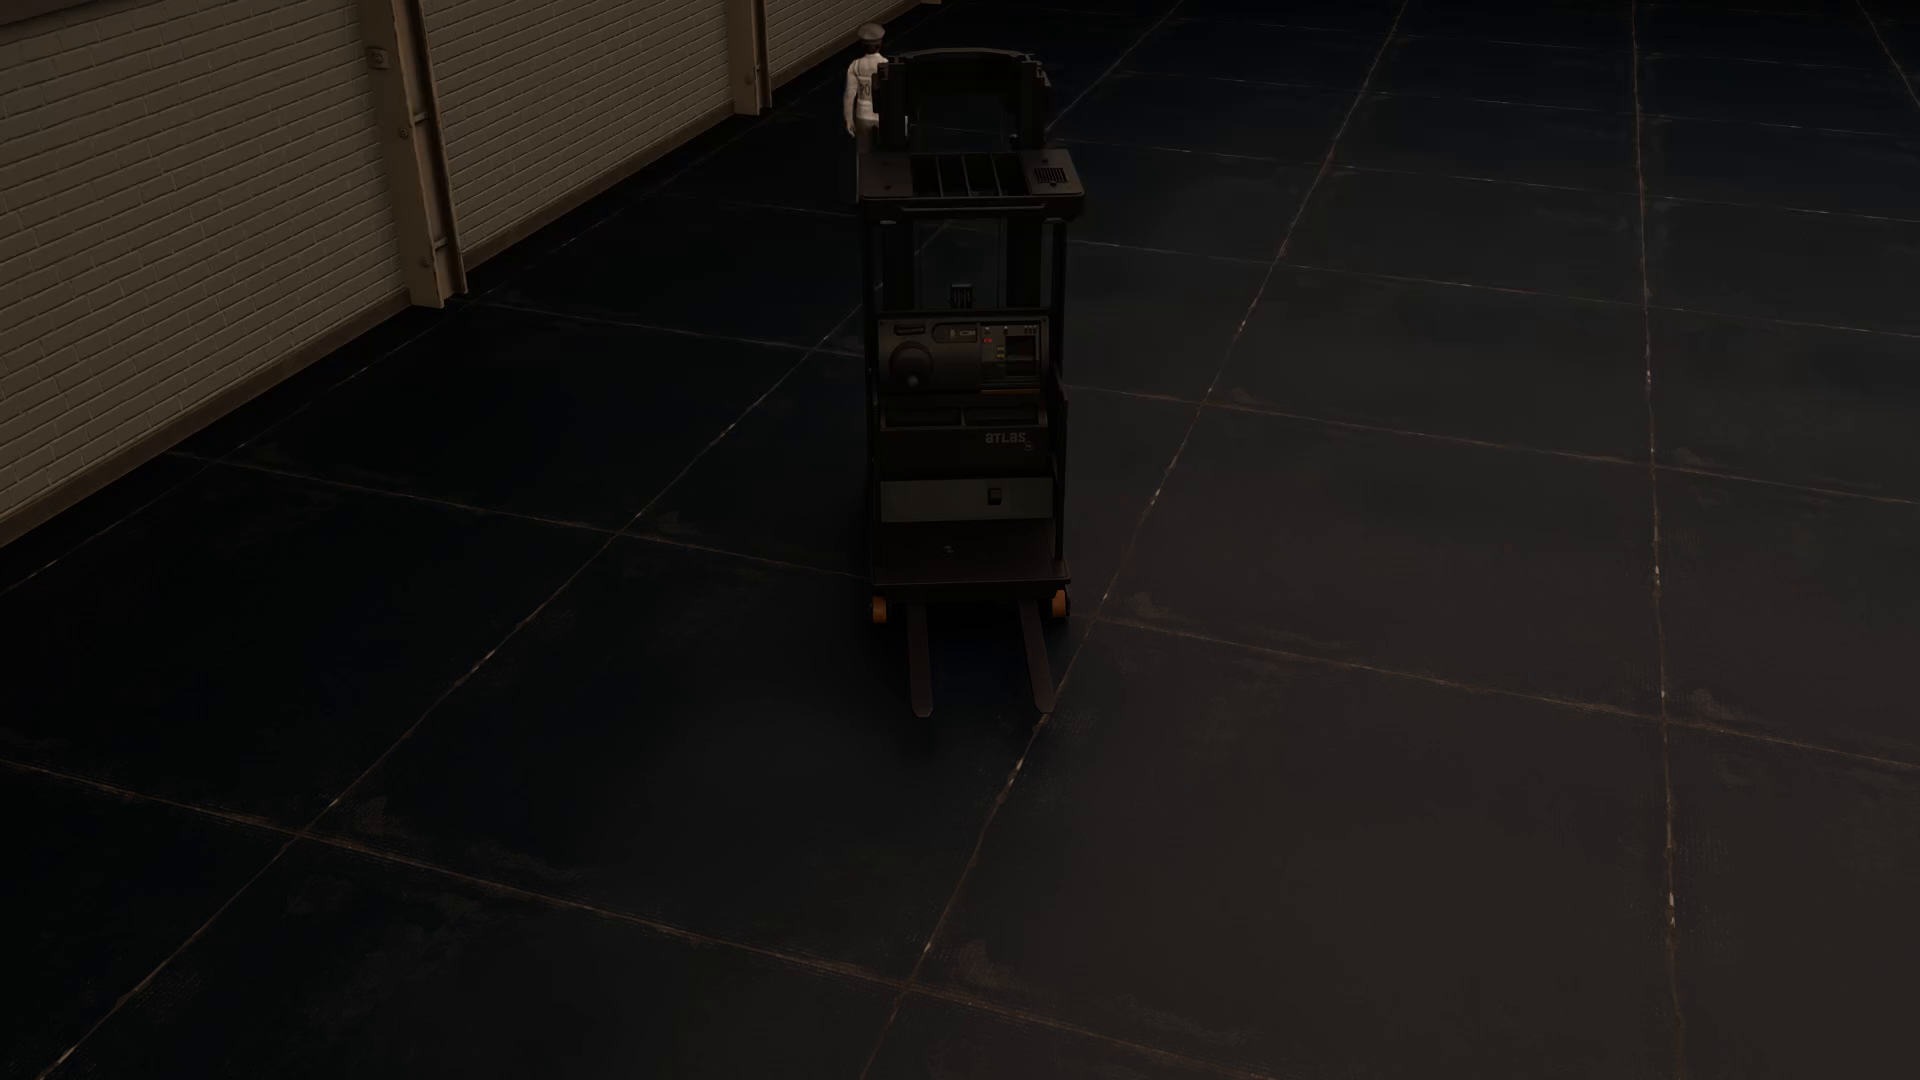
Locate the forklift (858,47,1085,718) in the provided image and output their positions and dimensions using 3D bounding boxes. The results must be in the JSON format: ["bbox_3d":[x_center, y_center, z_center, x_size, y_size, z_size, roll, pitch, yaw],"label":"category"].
[{"bbox_3d":[0.035,-0.972,8.842,1.130,2.935,3.031,-2,30,-3],"label":"forklift"}]

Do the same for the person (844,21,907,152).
[{"bbox_3d":[-0.758,-3.869,15.172,0.574,1.704,0.504,2,30,4],"label":"person"}]
